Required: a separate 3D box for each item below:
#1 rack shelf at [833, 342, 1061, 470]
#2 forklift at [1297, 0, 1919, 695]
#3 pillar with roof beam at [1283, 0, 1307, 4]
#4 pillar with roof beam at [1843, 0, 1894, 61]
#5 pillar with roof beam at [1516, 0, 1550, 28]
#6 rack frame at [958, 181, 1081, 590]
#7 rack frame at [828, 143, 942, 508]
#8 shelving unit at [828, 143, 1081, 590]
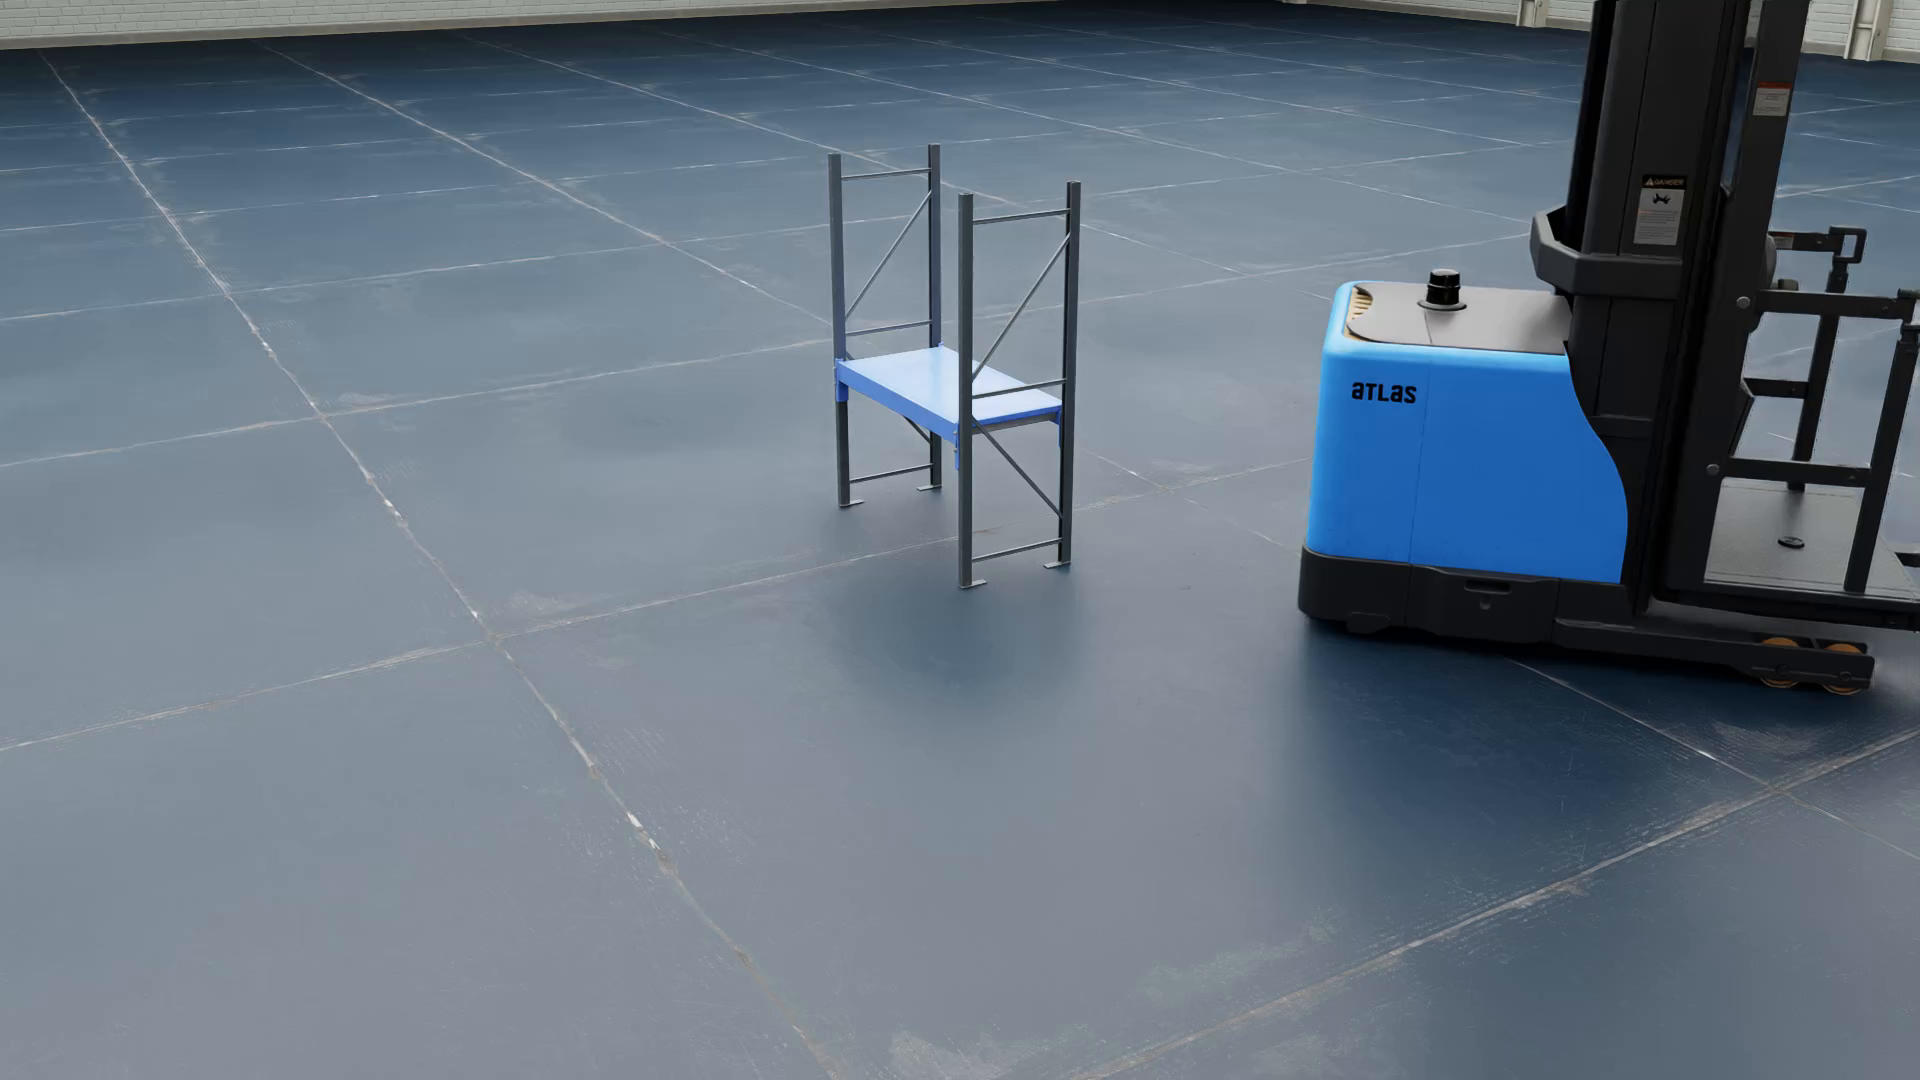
[{"bbox_3d":[-0.044,-0.556,6.665,0.538,0.185,1.000,-13,25,-28],"label":"rack shelf"},{"bbox_3d":[2.798,-1.064,5.536,3.031,2.935,1.130,6,23,14],"label":"forklift"},{"bbox_3d":[2.982,-14.051,29.430,9.100,9.000,0.400,-13,25,-28],"label":"pillar with roof beam"},{"bbox_3d":[9.112,-10.166,19.873,9.100,9.000,0.400,-13,25,-28],"label":"pillar with roof beam"},{"bbox_3d":[6.047,-12.109,24.651,9.100,9.000,0.400,-13,25,-28],"label":"pillar with roof beam"},{"bbox_3d":[0.216,-0.558,6.192,0.500,1.500,0.032,-13,25,-28],"label":"rack frame"},{"bbox_3d":[-0.303,-0.887,7.002,0.500,1.500,0.032,-13,25,-28],"label":"rack frame"},{"bbox_3d":[-0.044,-0.722,6.597,0.538,1.500,1.048,-13,25,-28],"label":"shelving unit"}]
